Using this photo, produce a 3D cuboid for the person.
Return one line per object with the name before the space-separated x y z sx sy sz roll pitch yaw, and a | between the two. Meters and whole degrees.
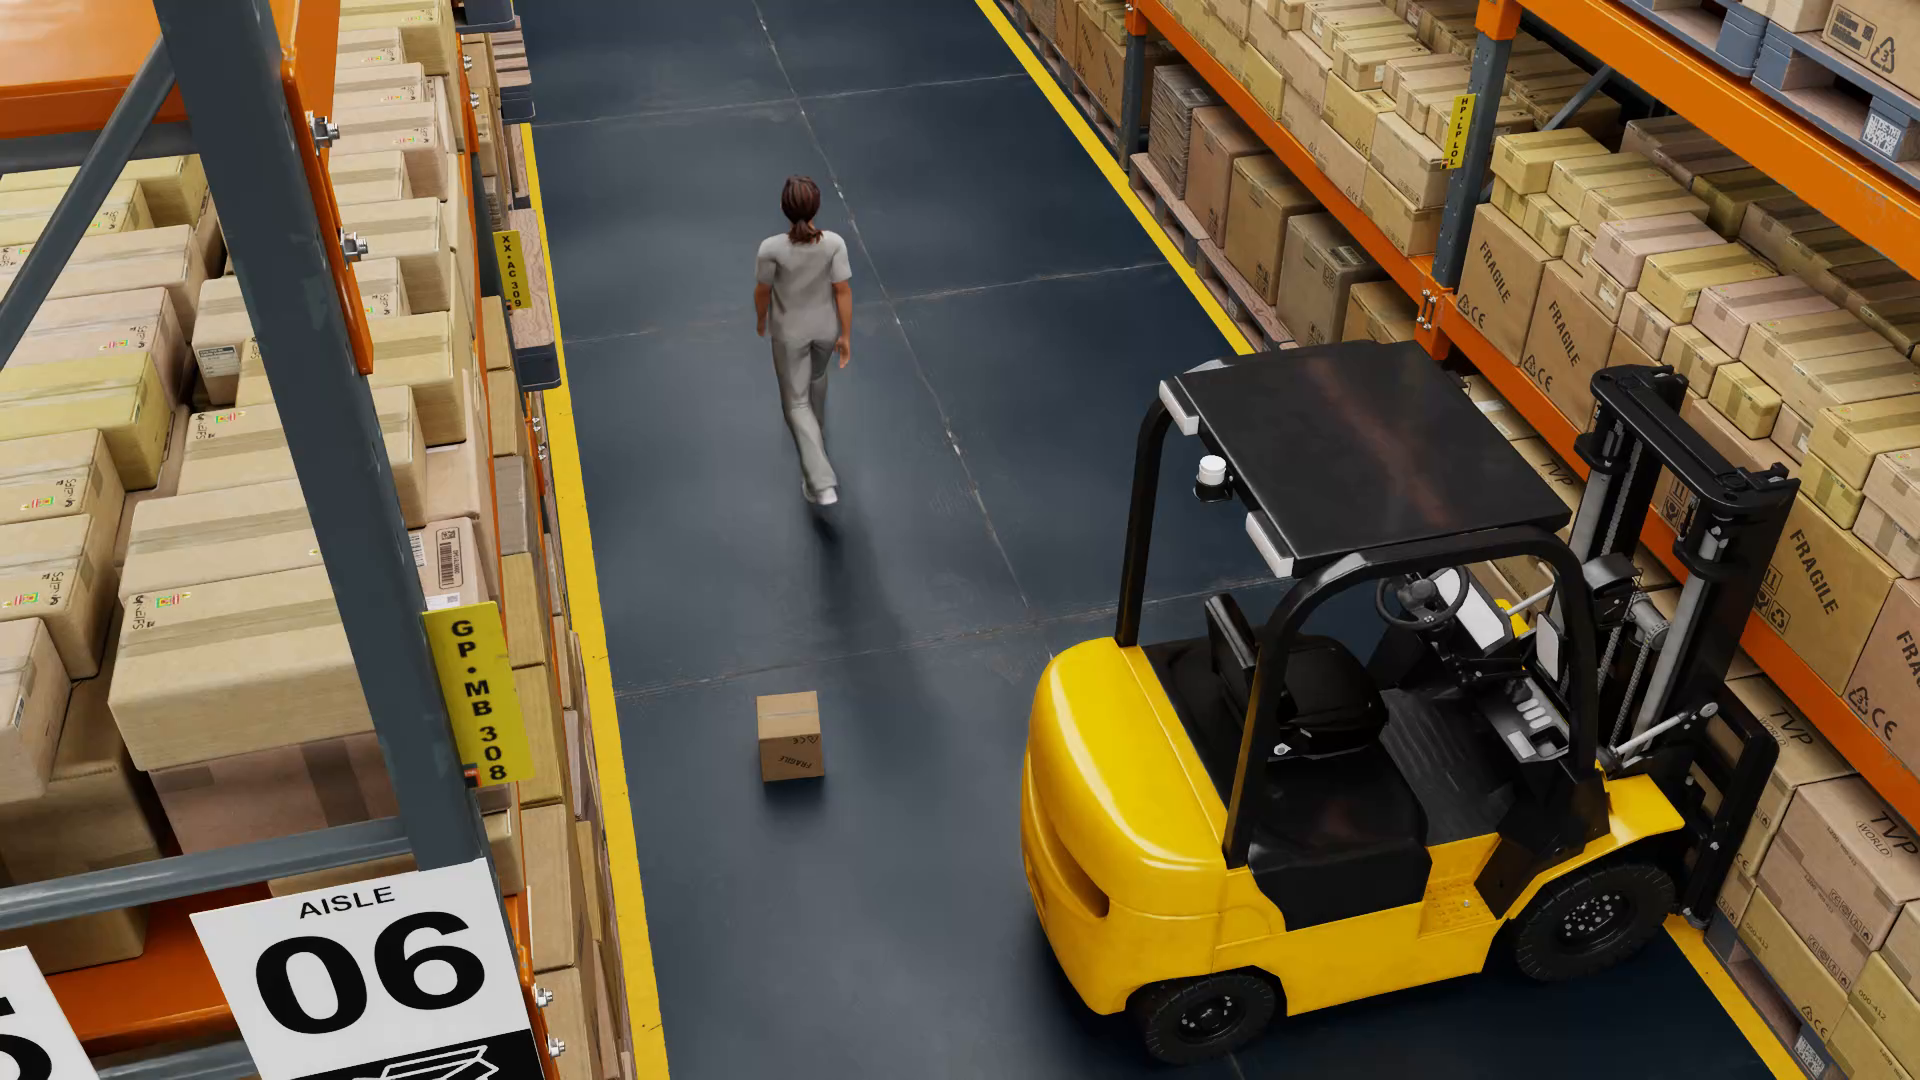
person | -0.741 -0.999 7.977 0.442 1.623 1.024 -13 40 -16
